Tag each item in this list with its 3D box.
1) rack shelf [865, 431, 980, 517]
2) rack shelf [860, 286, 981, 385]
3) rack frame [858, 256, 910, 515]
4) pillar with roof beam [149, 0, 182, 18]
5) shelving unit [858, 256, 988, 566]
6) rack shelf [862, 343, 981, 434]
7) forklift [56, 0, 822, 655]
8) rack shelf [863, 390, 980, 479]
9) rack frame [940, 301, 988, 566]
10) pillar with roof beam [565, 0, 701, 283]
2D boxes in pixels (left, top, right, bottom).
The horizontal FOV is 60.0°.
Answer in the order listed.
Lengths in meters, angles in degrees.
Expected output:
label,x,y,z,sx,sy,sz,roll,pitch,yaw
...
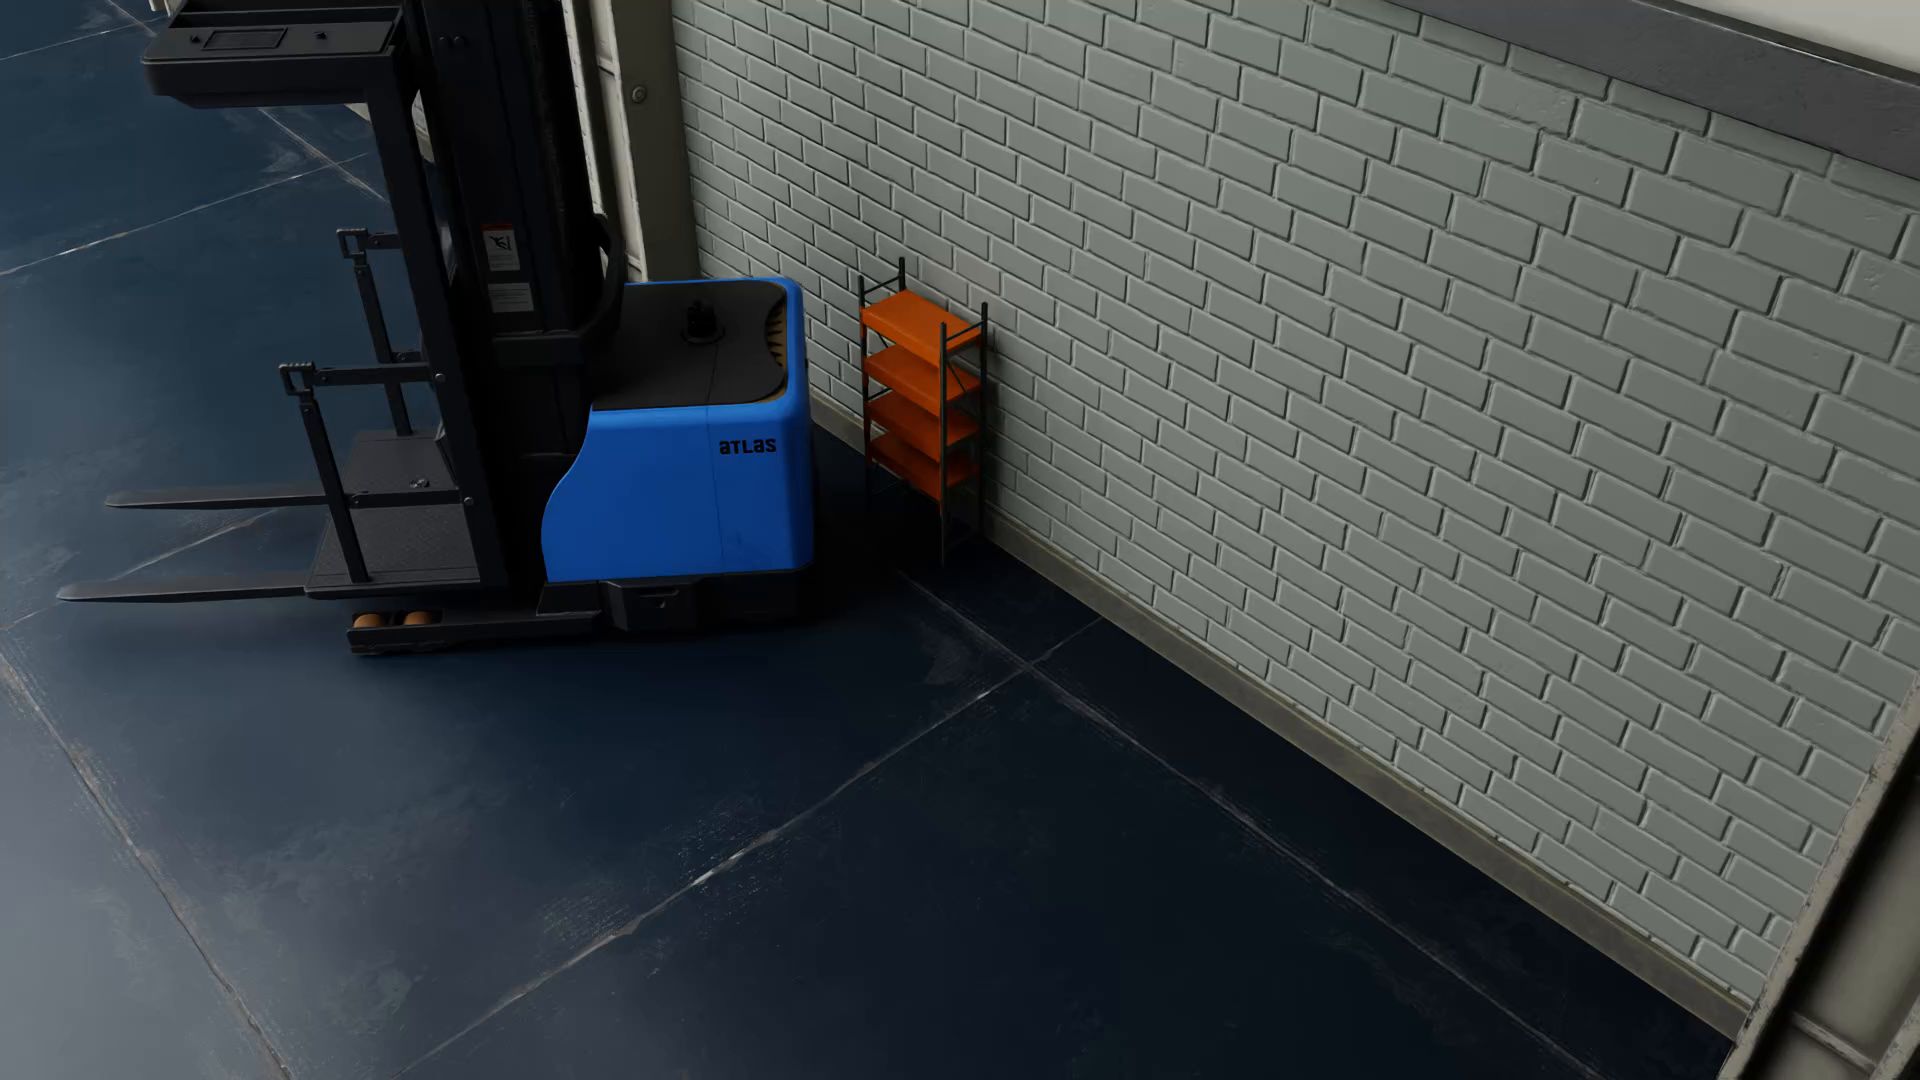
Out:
label,x,y,z,sx,sy,sz,roll,pitch,yaw
rack shelf,-0.152,-0.315,7.108,0.258,0.148,0.480,-30,48,-32
rack shelf,-0.151,-0.828,6.695,0.258,0.148,0.480,-30,48,-32
rack frame,-0.318,-0.634,7.080,0.240,1.200,0.015,-30,48,-32
pillar with roof beam,-8.752,-5.471,6.862,9.100,9.000,0.400,-30,48,-32
shelving unit,-0.151,-0.522,6.941,0.258,1.200,0.503,-30,48,-32
rack shelf,-0.151,-0.644,6.843,0.258,0.148,0.480,-30,48,-32
forklift,-2.115,-1.027,6.189,3.031,2.935,1.130,-3,39,-4
rack shelf,-0.152,-0.470,6.983,0.258,0.148,0.480,-30,48,-32
rack frame,0.015,-0.410,6.802,0.240,1.200,0.015,-30,48,-32
pillar with roof beam,-4.694,-2.694,3.424,9.100,9.000,0.400,-30,48,-32
